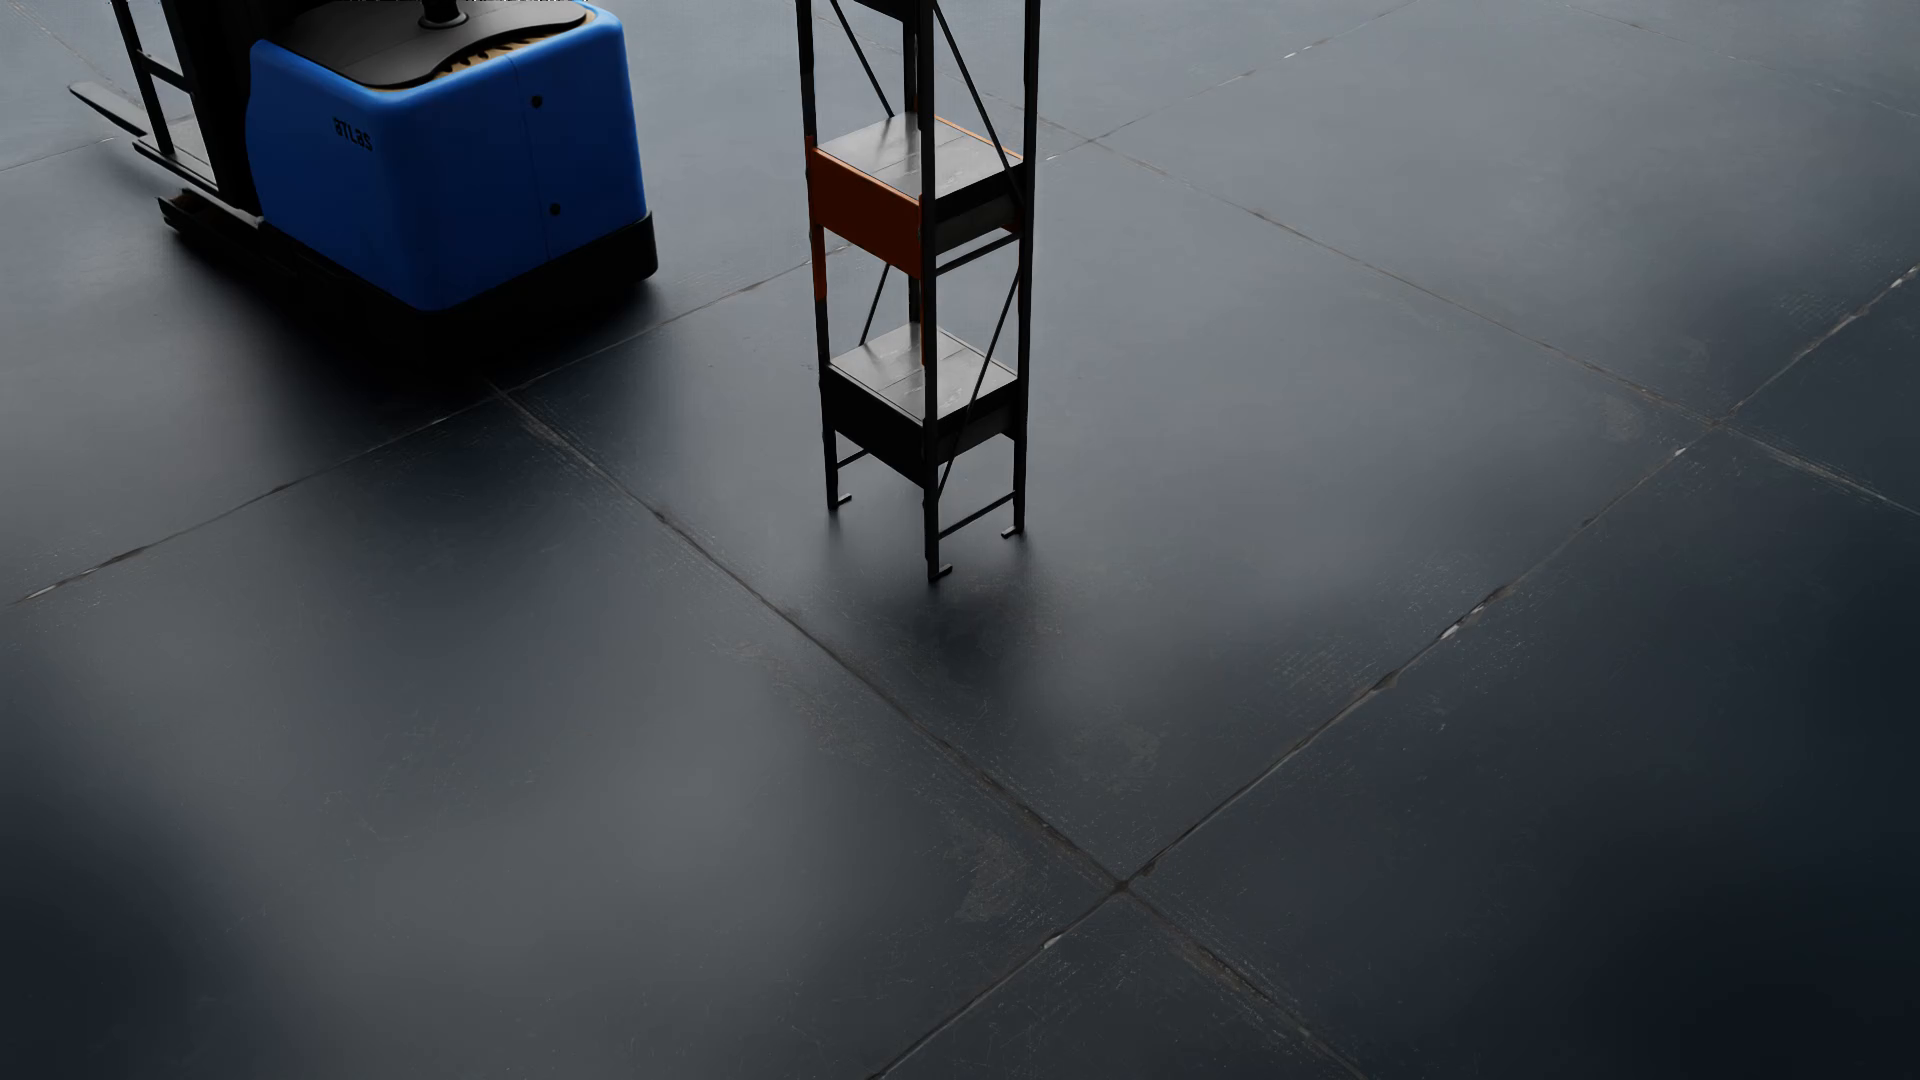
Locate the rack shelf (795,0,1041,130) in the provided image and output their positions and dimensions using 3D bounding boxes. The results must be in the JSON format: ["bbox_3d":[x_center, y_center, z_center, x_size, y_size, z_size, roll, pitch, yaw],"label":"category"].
[{"bbox_3d":[-0.112,-1.427,4.254,0.431,0.518,0.480,-30,48,-32],"label":"rack shelf"}]

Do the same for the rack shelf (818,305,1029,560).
[{"bbox_3d":[-0.112,-0.338,5.134,0.431,0.518,0.480,-30,48,-32],"label":"rack shelf"}]

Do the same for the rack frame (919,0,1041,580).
[{"bbox_3d":[0.053,-0.781,4.545,0.400,2.100,0.015,-30,48,-32],"label":"rack frame"}]

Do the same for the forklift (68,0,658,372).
[{"bbox_3d":[-2.611,-2.522,6.040,3.031,2.935,1.130,29,47,31],"label":"forklift"}]

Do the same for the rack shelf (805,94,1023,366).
[{"bbox_3d":[-0.112,-0.883,4.694,0.431,0.518,0.480,-30,48,-32],"label":"rack shelf"}]

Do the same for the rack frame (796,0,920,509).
[{"bbox_3d":[-0.277,-1.006,4.825,0.400,2.100,0.015,-30,48,-32],"label":"rack frame"}]

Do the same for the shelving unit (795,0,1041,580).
[{"bbox_3d":[-0.112,-0.893,4.685,0.431,2.100,0.503,-30,48,-32],"label":"shelving unit"}]
